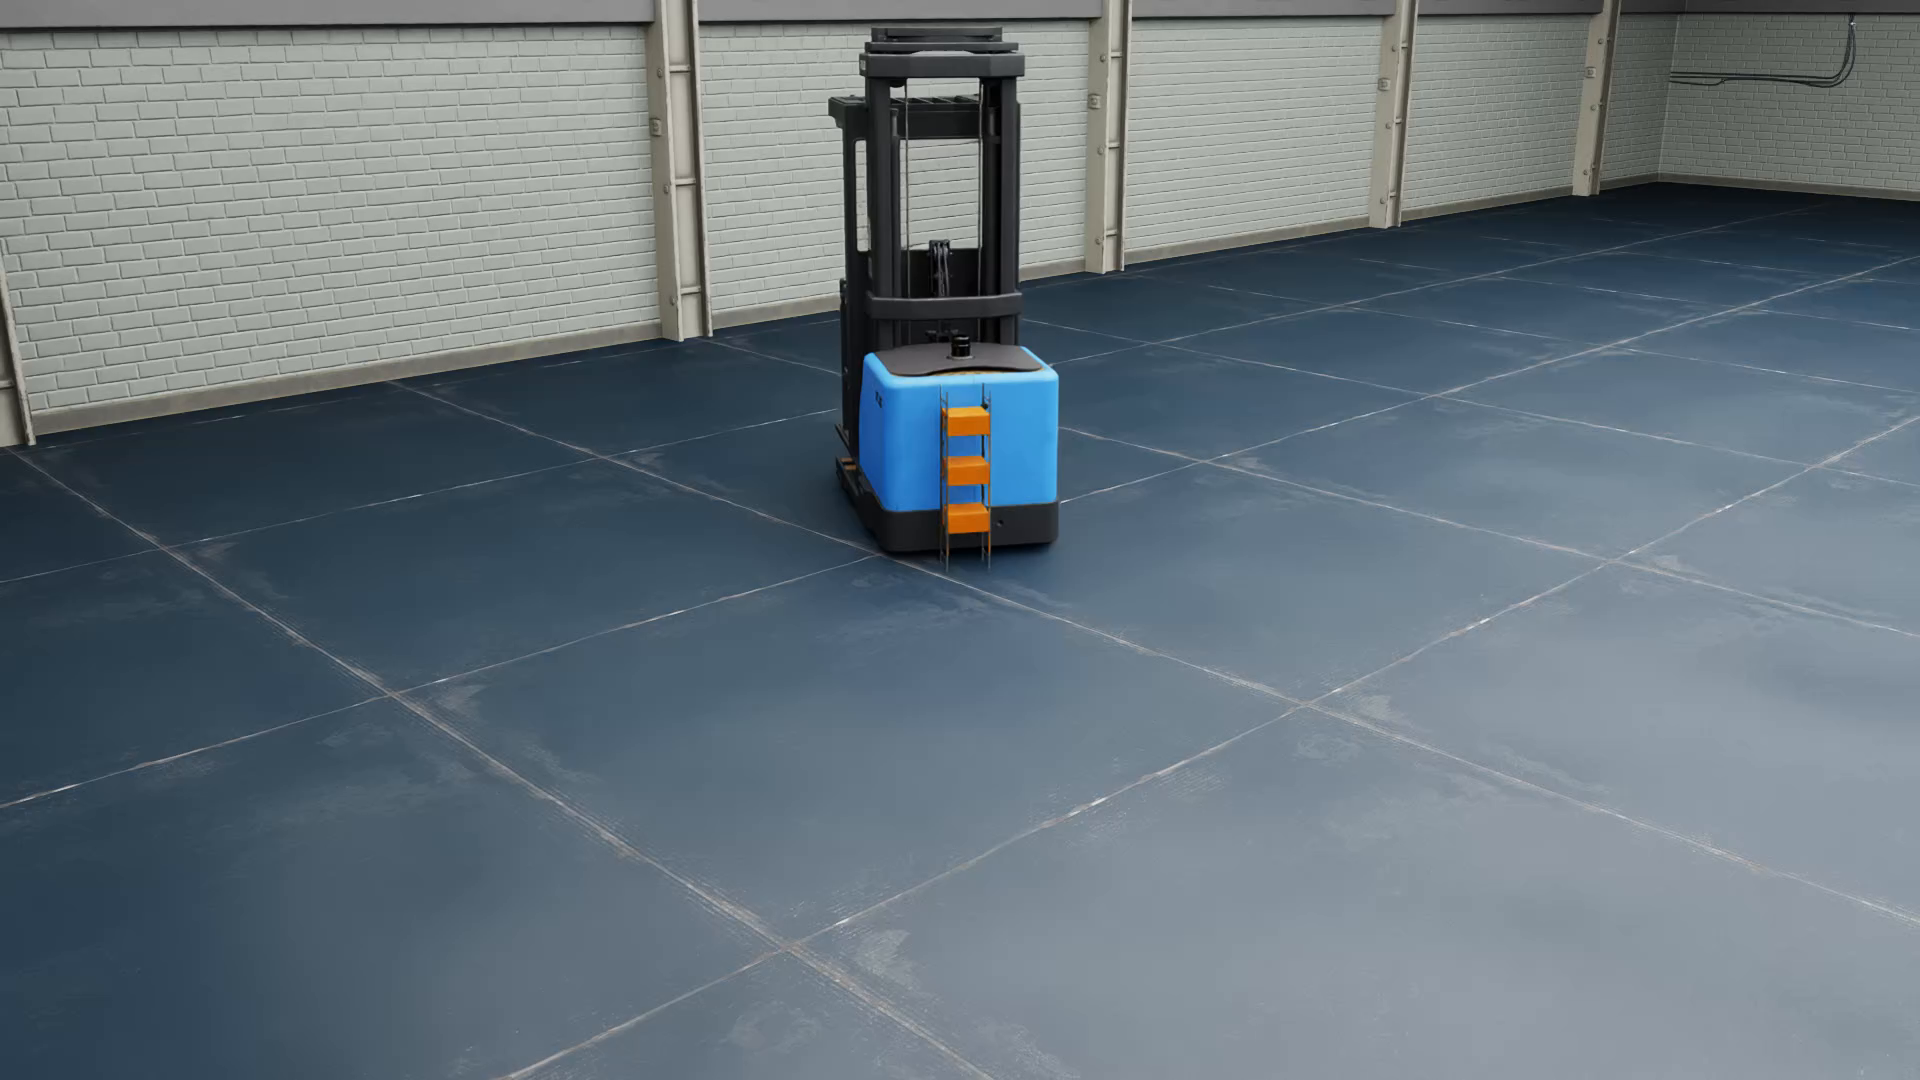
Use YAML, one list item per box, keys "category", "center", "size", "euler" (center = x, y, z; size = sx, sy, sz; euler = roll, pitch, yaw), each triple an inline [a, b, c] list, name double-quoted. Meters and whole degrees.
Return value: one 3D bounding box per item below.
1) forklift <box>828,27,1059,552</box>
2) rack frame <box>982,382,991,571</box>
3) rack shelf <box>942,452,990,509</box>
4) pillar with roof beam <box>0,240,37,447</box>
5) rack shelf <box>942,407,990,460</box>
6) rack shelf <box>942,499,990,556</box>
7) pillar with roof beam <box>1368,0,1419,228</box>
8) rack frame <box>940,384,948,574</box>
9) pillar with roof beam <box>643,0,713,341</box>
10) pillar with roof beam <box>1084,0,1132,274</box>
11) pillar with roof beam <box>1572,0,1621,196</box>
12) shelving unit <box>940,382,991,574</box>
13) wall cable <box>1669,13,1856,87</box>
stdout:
- category: "forklift"
  center: [-0.221, -1.741, 10.603]
  size: [1.130, 2.935, 3.031]
  euler: [-4, 18, -11]
- category: "rack frame"
  center: [0.149, -0.354, 9.375]
  size: [0.008, 1.050, 0.200]
  euler: [-4, 18, -11]
- category: "rack shelf"
  center: [0.029, -0.337, 9.355]
  size: [0.240, 0.259, 0.215]
  euler: [-4, 18, -11]
- category: "pillar with roof beam"
  center: [-4.035, -4.009, 7.758]
  size: [0.400, 9.000, 9.100]
  euler: [-16, 24, -41]
- category: "rack shelf"
  center: [0.029, -0.606, 9.267]
  size: [0.240, 0.259, 0.215]
  euler: [-4, 18, -11]
- category: "rack shelf"
  center: [0.029, -0.072, 9.440]
  size: [0.240, 0.259, 0.215]
  euler: [-4, 18, -11]
- category: "pillar with roof beam"
  center: [9.044, -7.823, 19.522]
  size: [0.400, 9.000, 9.100]
  euler: [-16, 24, -41]
- category: "rack frame"
  center: [-0.090, -0.339, 9.328]
  size: [0.008, 1.050, 0.200]
  euler: [-4, 18, -11]
- category: "pillar with roof beam"
  center: [0.324, -5.280, 11.679]
  size: [0.400, 9.000, 9.100]
  euler: [-16, 24, -41]
- category: "pillar with roof beam"
  center: [4.684, -6.551, 15.600]
  size: [0.400, 9.000, 9.100]
  euler: [-16, 24, -41]
- category: "pillar with roof beam"
  center: [13.403, -9.094, 23.443]
  size: [0.400, 9.000, 9.100]
  euler: [-16, 24, -41]
- category: "shelving unit"
  center: [0.029, -0.347, 9.351]
  size: [0.252, 1.050, 0.215]
  euler: [-4, 18, -11]
- category: "wall cable"
  center: [13.495, -8.910, 27.909]
  size: [0.112, 2.526, 3.097]
  euler: [-16, 24, -41]
